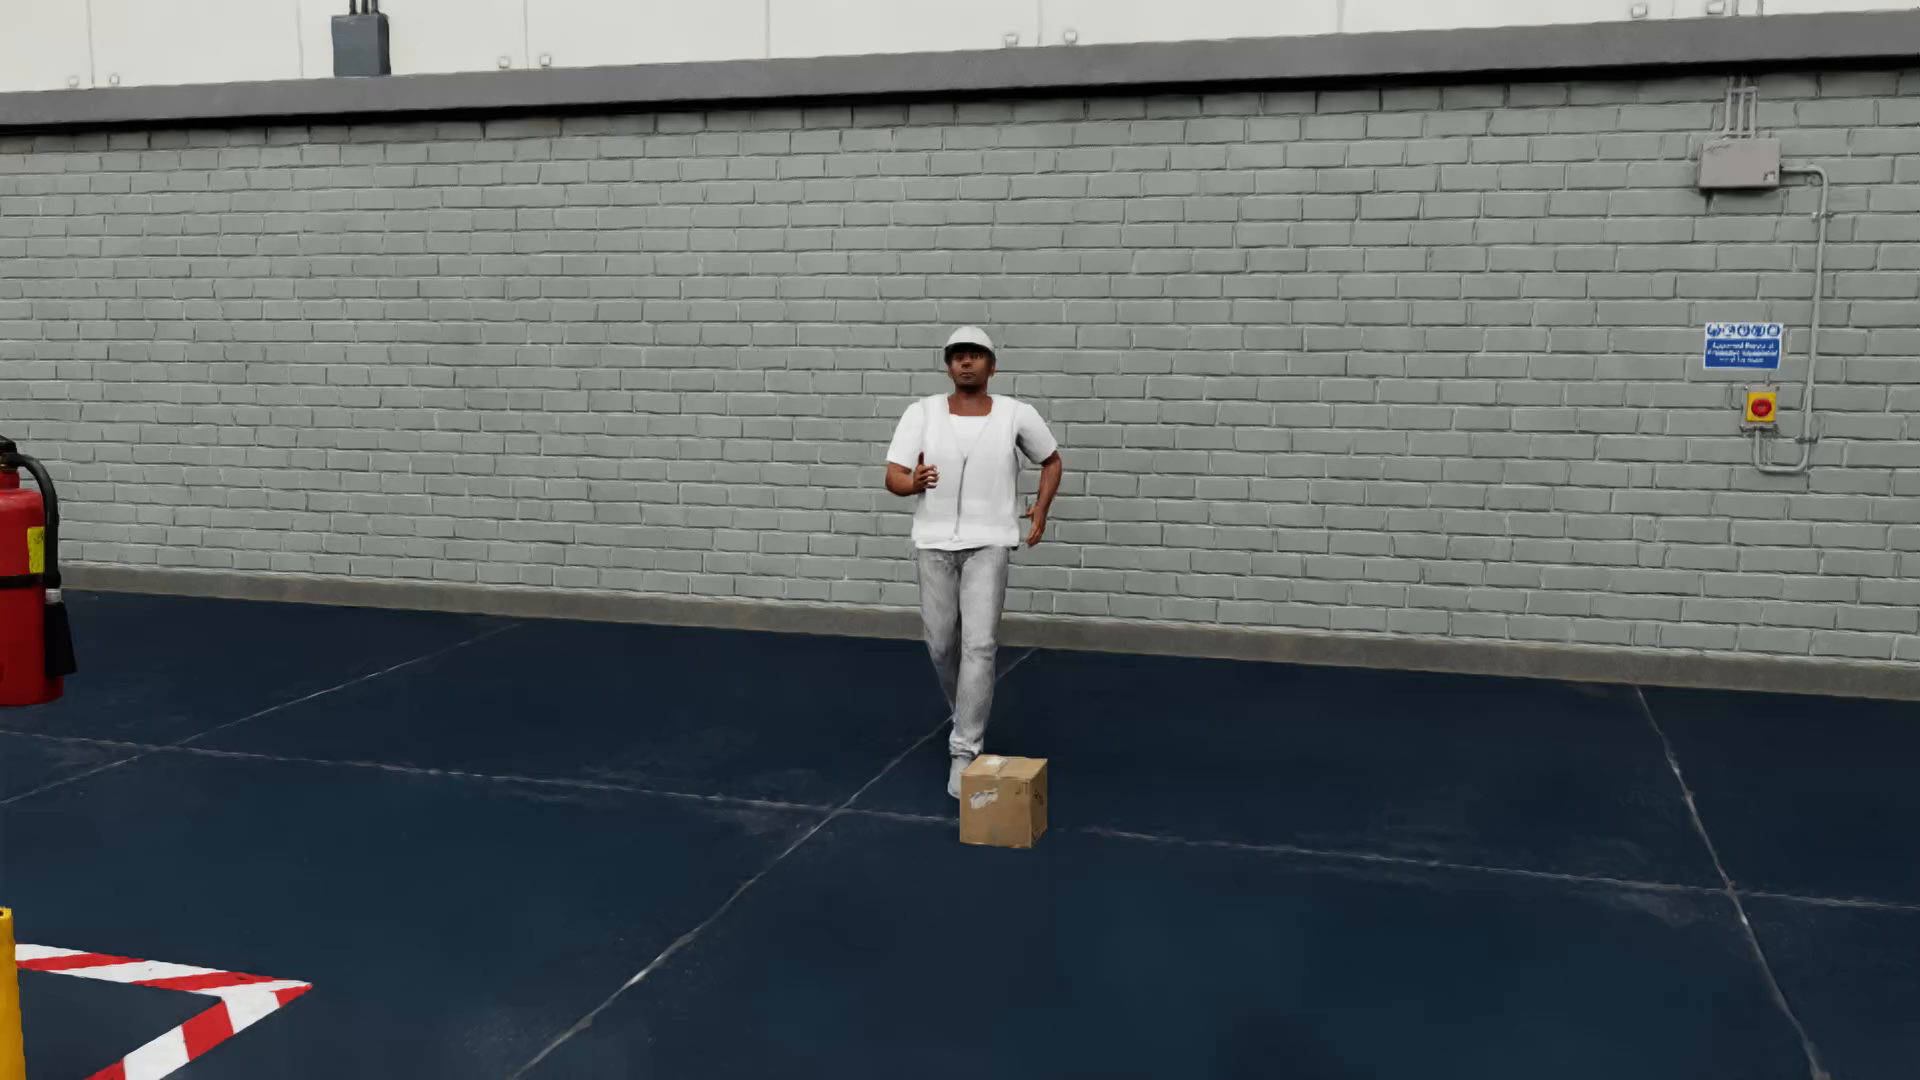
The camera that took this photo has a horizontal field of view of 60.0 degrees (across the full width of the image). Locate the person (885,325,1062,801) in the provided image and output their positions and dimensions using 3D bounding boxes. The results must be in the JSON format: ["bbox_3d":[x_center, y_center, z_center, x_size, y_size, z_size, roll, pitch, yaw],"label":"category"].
[{"bbox_3d":[0.000,0.041,6.478,0.651,1.738,0.879,2,9,14],"label":"person"}]
